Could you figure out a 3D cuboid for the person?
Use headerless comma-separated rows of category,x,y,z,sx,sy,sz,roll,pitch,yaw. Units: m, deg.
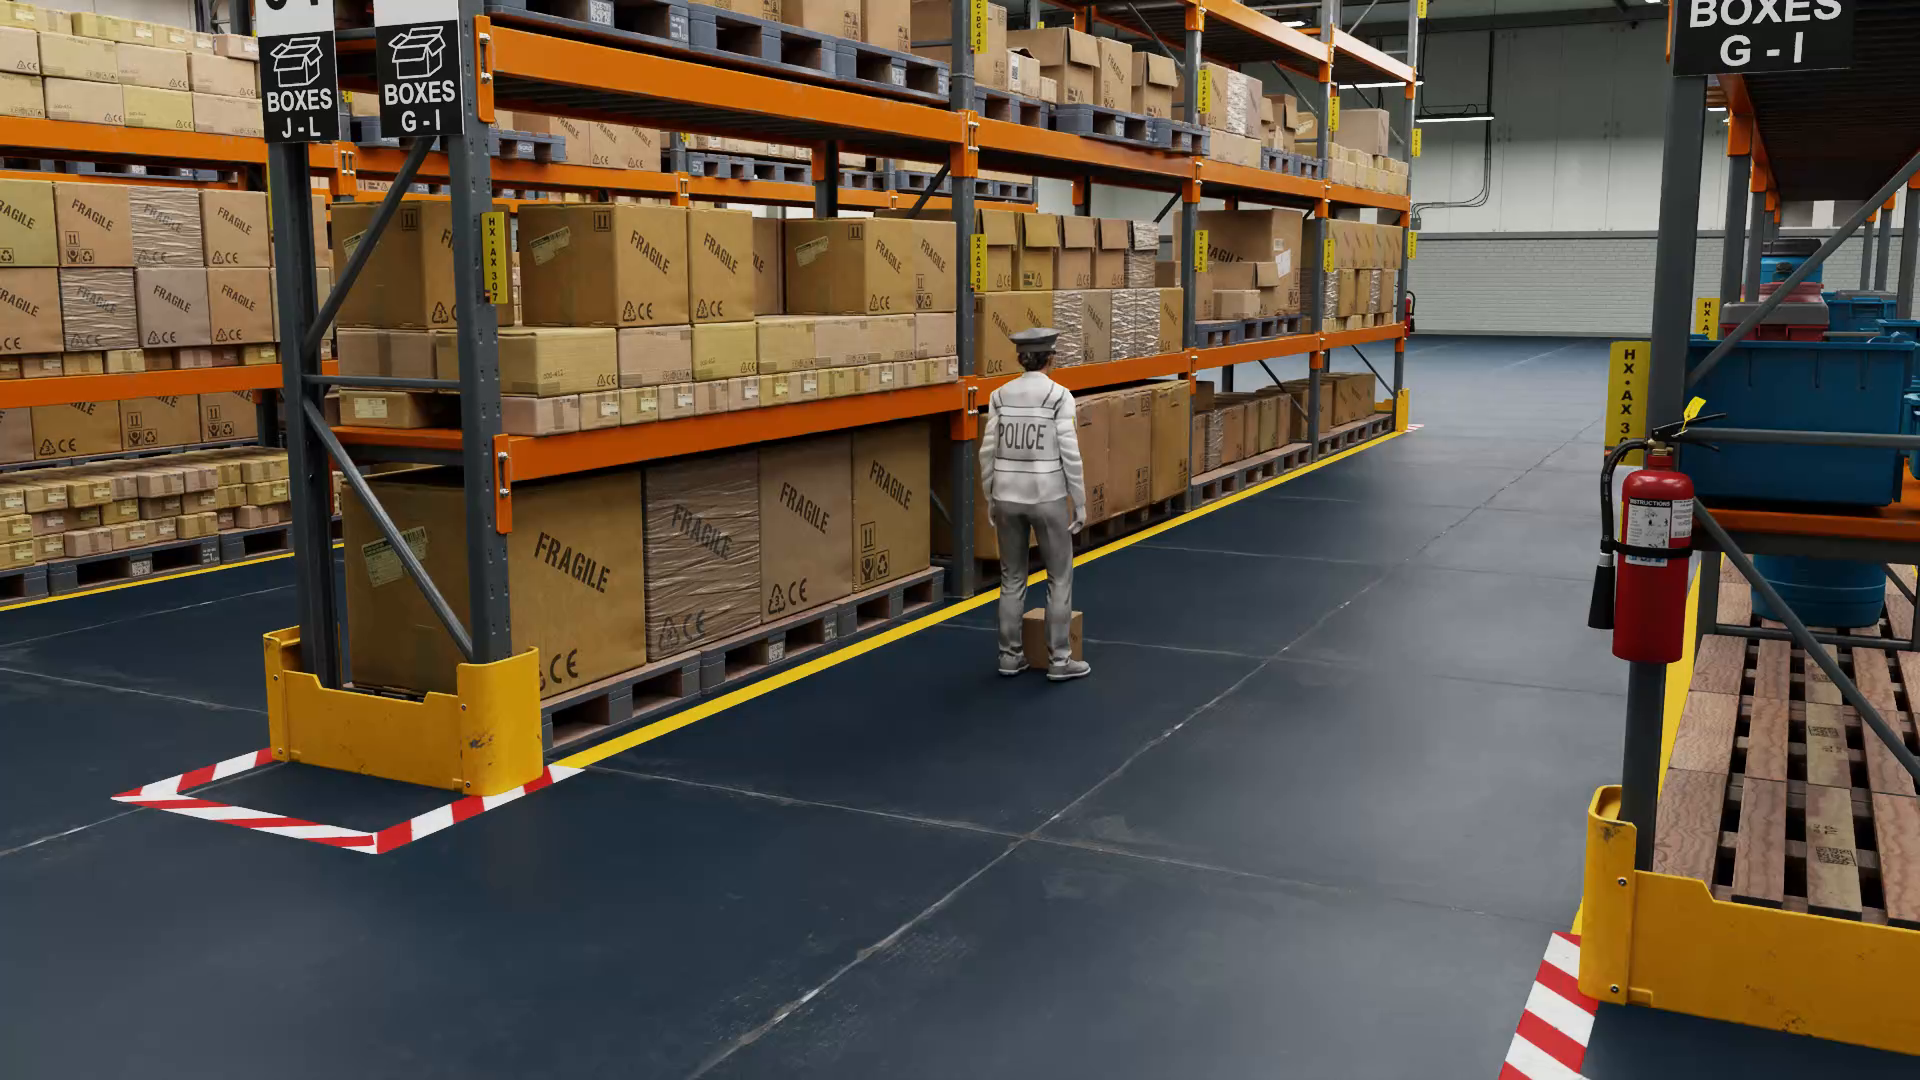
person,0.351,-0.170,7.910,0.526,1.663,0.375,4,10,26
